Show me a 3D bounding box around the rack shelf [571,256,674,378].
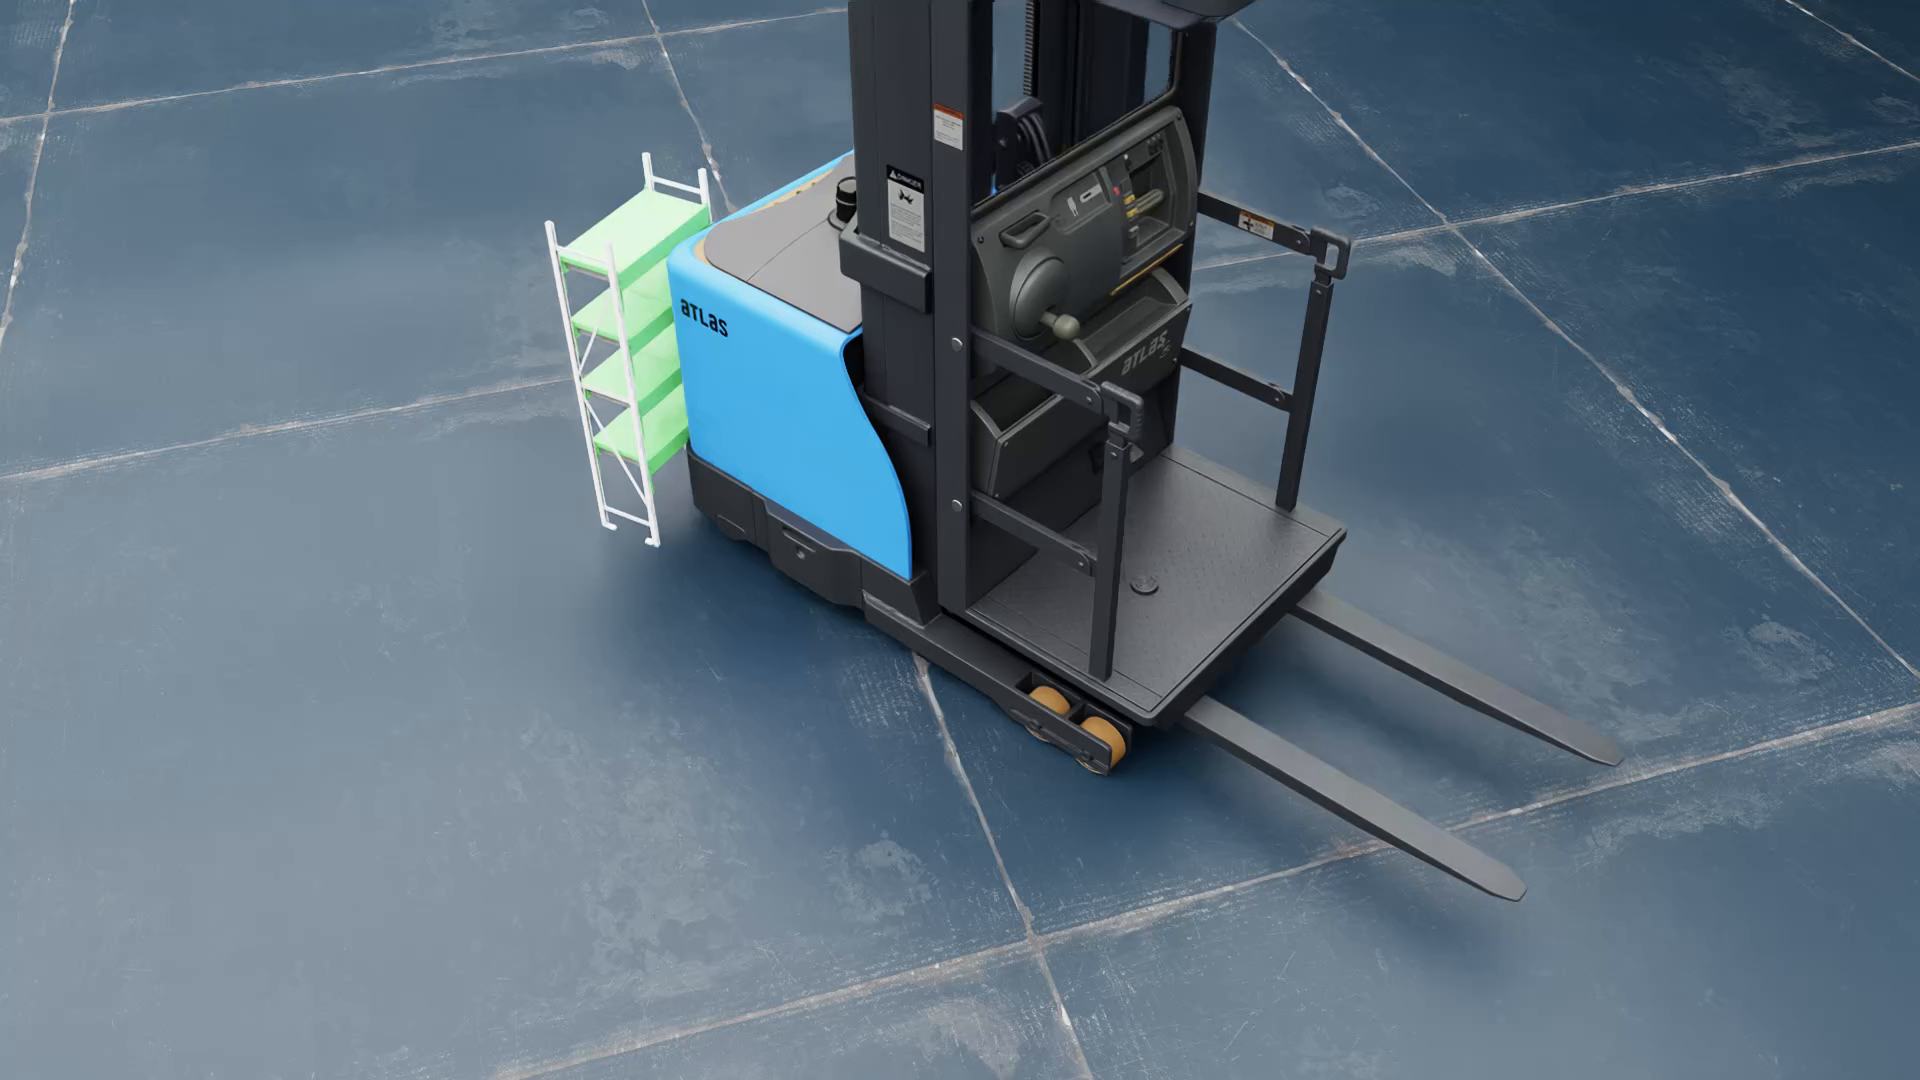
[{"bbox_3d":[-1.028,-0.746,5.423,0.258,0.148,0.480,19,45,21],"label":"rack shelf"}]

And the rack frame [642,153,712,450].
[{"bbox_3d":[-0.911,-0.754,5.701,0.240,1.200,0.015,19,45,21],"label":"rack frame"}]

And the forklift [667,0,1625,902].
[{"bbox_3d":[0.519,-0.807,4.446,3.031,2.935,1.130,29,49,29],"label":"forklift"}]

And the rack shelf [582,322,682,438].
[{"bbox_3d":[-1.027,-0.565,5.581,0.258,0.148,0.480,19,45,21],"label":"rack shelf"}]

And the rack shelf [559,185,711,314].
[{"bbox_3d":[-1.029,-0.927,5.266,0.258,0.148,0.480,19,45,21],"label":"rack shelf"}]

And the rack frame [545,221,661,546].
[{"bbox_3d":[-1.143,-0.472,5.377,0.240,1.200,0.015,19,45,21],"label":"rack frame"}]

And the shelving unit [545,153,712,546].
[{"bbox_3d":[-1.027,-0.613,5.539,0.258,1.200,0.503,19,45,21],"label":"shelving unit"}]

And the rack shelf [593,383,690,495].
[{"bbox_3d":[-1.026,-0.384,5.739,0.258,0.148,0.480,19,45,21],"label":"rack shelf"}]
